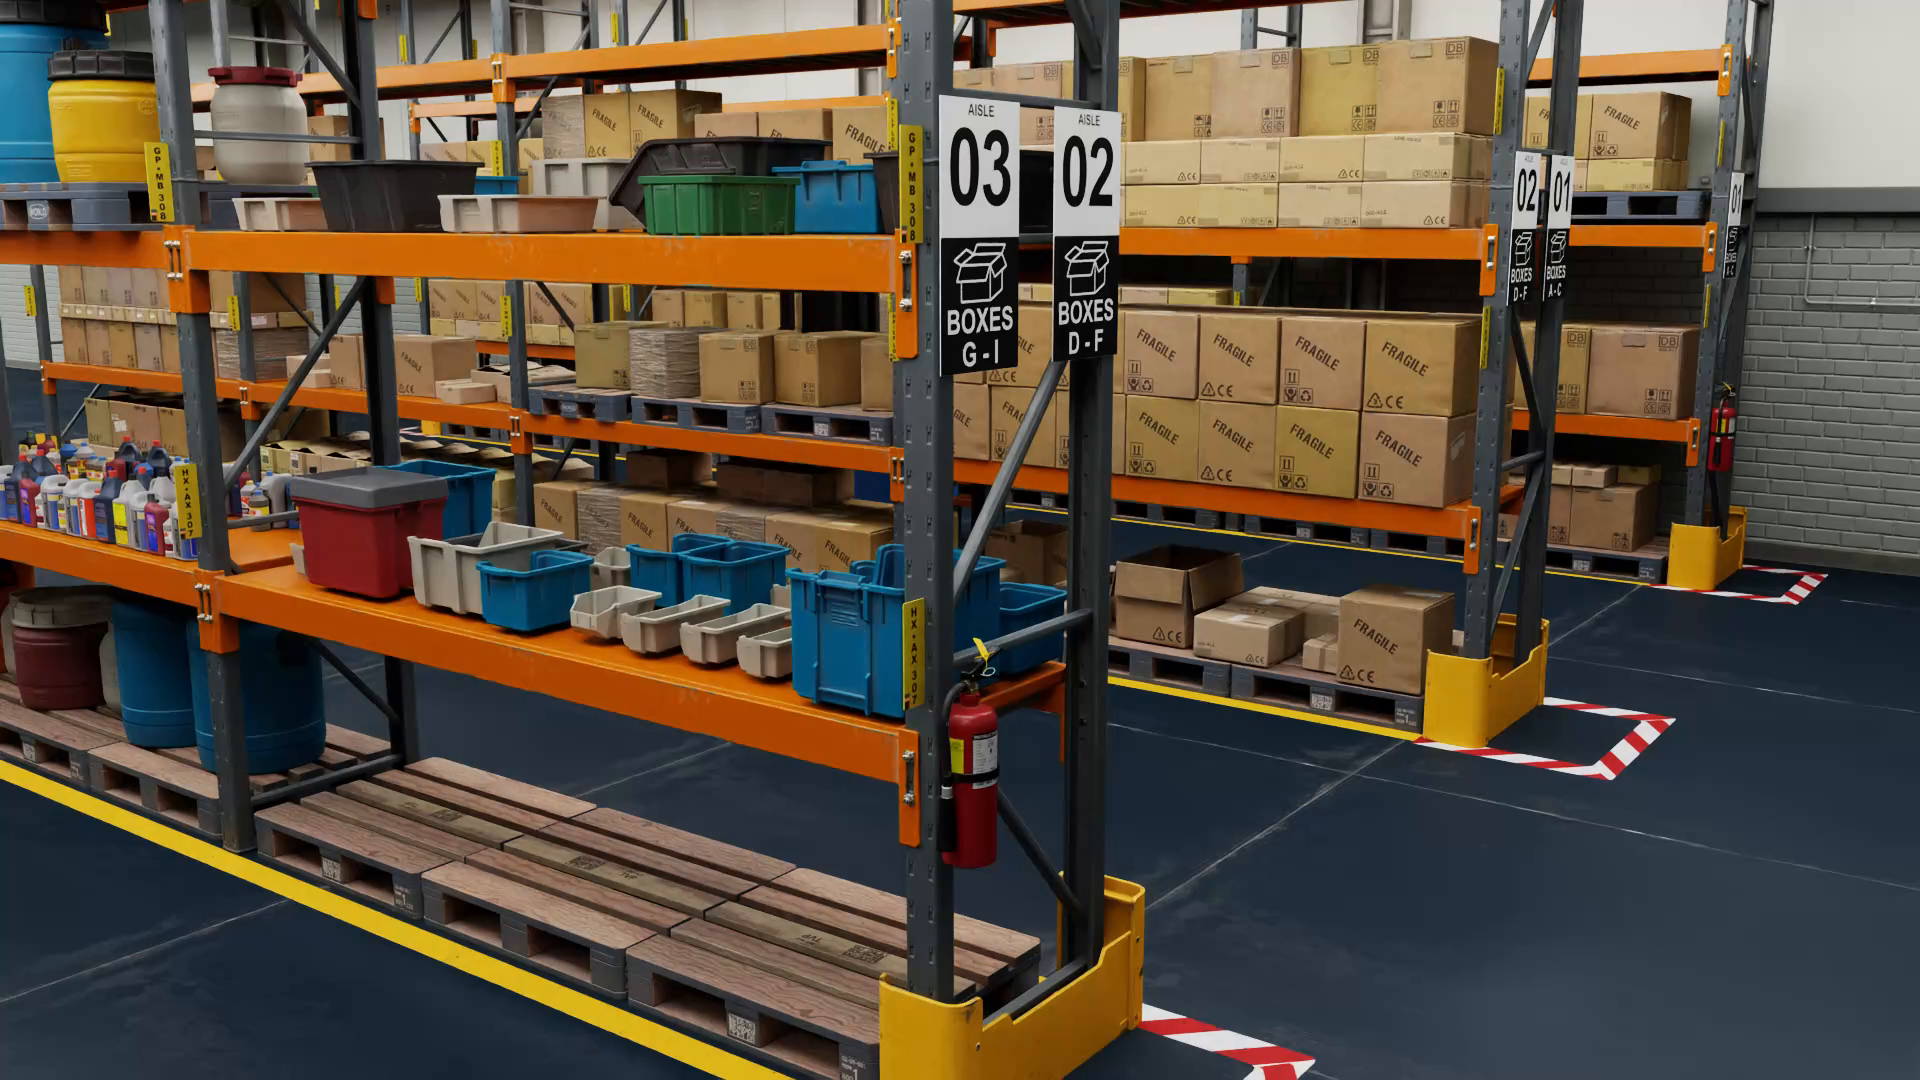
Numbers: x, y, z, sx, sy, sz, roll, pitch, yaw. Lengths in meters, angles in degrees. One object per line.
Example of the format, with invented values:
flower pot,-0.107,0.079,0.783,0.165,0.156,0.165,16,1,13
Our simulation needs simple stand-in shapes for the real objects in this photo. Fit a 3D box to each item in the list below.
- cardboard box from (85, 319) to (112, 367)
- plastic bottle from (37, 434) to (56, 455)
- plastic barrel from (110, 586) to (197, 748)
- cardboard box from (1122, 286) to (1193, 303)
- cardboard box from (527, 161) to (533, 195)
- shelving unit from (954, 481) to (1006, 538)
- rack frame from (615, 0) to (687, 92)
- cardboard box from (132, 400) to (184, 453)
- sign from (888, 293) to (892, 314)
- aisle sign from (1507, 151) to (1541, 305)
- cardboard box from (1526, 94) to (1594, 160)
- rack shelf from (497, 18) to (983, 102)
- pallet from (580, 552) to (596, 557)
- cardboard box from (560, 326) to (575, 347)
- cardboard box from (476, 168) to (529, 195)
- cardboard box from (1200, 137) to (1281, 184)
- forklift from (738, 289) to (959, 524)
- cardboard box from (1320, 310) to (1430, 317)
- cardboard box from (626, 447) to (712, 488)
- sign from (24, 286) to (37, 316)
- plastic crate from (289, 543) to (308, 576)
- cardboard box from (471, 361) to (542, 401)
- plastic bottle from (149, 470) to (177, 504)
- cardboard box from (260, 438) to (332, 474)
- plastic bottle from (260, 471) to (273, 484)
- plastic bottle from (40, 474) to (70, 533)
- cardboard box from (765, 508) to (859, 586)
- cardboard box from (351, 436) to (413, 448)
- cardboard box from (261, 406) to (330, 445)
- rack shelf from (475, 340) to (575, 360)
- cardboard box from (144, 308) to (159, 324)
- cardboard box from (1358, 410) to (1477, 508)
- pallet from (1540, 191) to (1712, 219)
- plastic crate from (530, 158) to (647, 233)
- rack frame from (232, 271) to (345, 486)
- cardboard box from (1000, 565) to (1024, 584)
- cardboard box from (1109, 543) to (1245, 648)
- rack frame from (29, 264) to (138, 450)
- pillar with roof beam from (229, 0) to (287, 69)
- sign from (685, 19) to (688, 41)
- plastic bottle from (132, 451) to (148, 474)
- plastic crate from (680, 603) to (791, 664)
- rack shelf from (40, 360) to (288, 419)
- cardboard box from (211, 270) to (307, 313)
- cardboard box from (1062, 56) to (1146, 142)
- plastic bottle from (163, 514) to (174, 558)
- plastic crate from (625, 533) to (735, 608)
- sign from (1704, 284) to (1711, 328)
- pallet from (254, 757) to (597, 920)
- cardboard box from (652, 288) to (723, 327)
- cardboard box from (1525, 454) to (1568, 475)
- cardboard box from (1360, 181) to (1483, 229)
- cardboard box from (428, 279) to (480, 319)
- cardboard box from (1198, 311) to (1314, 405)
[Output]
cardboard box,-8.991,-2.159,18.031,0.500,0.500,0.700,8,14,37
plastic bottle,-5.508,-0.502,10.036,0.133,0.283,0.061,8,13,36
plastic barrel,-4.048,0.565,8.632,0.708,0.901,0.600,8,13,36
cardboard box,1.881,-2.278,15.834,0.500,0.250,0.500,8,14,37
cardboard box,-2.966,-2.801,13.453,0.500,0.500,0.910,8,13,36
shelving unit,0.133,-0.570,14.820,0.503,1.200,0.258,8,13,36
rack frame,-3.632,-5.477,19.651,0.127,3.000,1.000,8,13,36
cardboard box,-8.278,-1.184,17.411,0.500,0.500,0.500,8,13,36
sign,-0.722,-2.528,17.359,0.005,0.325,0.100,8,13,36
aisle sign,2.984,-1.646,8.796,0.004,0.787,0.394,8,13,36
cardboard box,4.891,-3.304,13.365,0.500,0.500,0.500,8,14,37
rack shelf,-1.725,-3.495,12.348,4.000,0.370,1.077,8,13,36
pallet,-2.758,0.135,13.775,1.213,0.211,1.003,8,13,36
cardboard box,-4.590,-2.532,20.564,0.500,0.250,0.500,8,14,36
cardboard box,-3.737,-2.971,13.882,0.500,0.250,0.500,7,13,31
cardboard box,1.742,-2.200,9.687,0.500,0.250,0.500,8,13,36
forklift,-1.555,-1.561,15.381,3.031,2.935,1.130,5,12,23
cardboard box,2.483,-1.112,9.985,0.500,0.500,0.500,8,14,36
cardboard box,-2.397,-0.606,13.711,0.500,0.250,0.500,9,14,38
sign,-10.119,-2.603,18.097,0.005,0.325,0.100,8,13,36
plastic crate,-2.758,0.058,7.368,0.243,0.136,0.396,8,13,36
cardboard box,-3.944,-1.410,14.655,0.500,0.311,0.500,8,13,35
plastic bottle,-3.898,-0.167,8.126,0.185,0.351,0.144,8,13,36
cardboard box,-6.376,-0.820,16.029,0.500,0.311,0.500,8,14,36
plastic bottle,-3.568,-0.221,8.616,0.097,0.271,0.097,0,11,0
plastic bottle,-4.554,-0.189,8.435,0.135,0.276,0.152,8,13,36
cardboard box,-1.074,0.069,12.199,0.500,0.500,0.500,8,14,36
cardboard box,-5.642,-0.846,16.161,0.500,0.311,0.500,8,14,37
cardboard box,-6.750,-1.098,16.966,0.500,0.500,0.500,8,13,36
rack shelf,-5.244,-2.404,21.451,4.000,0.370,1.077,8,13,36
cardboard box,-8.146,-2.311,17.107,0.250,0.149,0.380,8,14,37
cardboard box,2.588,-0.482,9.360,0.500,0.500,0.500,8,14,37
pallet,5.436,-2.694,13.393,1.213,0.211,1.003,8,13,36
plastic crate,-1.428,-1.377,6.666,0.530,0.282,0.437,8,13,36
rack frame,-6.561,-1.773,16.298,0.127,3.000,1.000,8,13,36
cardboard box,0.097,0.311,11.448,0.500,0.311,0.500,8,13,36
cardboard box,1.404,0.346,10.757,0.637,0.503,0.797,8,13,36
rack frame,-9.786,-2.223,18.623,0.127,3.000,1.000,8,13,36
pillar with roof beam,-13.164,-5.996,22.333,0.548,9.000,9.100,8,13,36
sign,-3.309,-6.099,19.989,0.005,0.325,0.100,8,13,36
plastic bottle,-4.552,-0.355,9.273,0.133,0.283,0.061,8,13,36
plastic crate,-0.814,0.335,5.937,0.243,0.136,0.396,8,13,36
rack shelf,-8.174,-1.645,17.529,4.000,0.370,1.077,8,13,36
cardboard box,-6.923,-2.508,16.419,0.500,0.500,0.700,8,14,36
cardboard box,1.027,-2.705,10.319,0.500,0.500,0.700,8,13,36
plastic bottle,-3.667,-0.022,7.770,0.097,0.201,0.097,0,11,0
plastic crate,-1.132,0.127,6.761,0.300,0.233,0.416,8,13,36
sign,5.707,-1.786,12.693,0.005,0.325,0.100,8,13,36
pallet,-2.433,1.330,7.600,1.213,0.211,1.003,8,13,36
cardboard box,-3.242,-2.735,19.847,0.500,0.500,0.700,8,14,36
cardboard box,5.025,-0.645,14.236,0.250,0.149,0.380,8,14,36
cardboard box,2.540,-1.841,9.144,0.500,0.250,0.500,8,13,36
cardboard box,-6.649,-3.186,21.971,0.500,0.500,0.500,8,14,36
cardboard box,1.761,-1.086,9.852,0.500,0.500,0.500,8,14,37
